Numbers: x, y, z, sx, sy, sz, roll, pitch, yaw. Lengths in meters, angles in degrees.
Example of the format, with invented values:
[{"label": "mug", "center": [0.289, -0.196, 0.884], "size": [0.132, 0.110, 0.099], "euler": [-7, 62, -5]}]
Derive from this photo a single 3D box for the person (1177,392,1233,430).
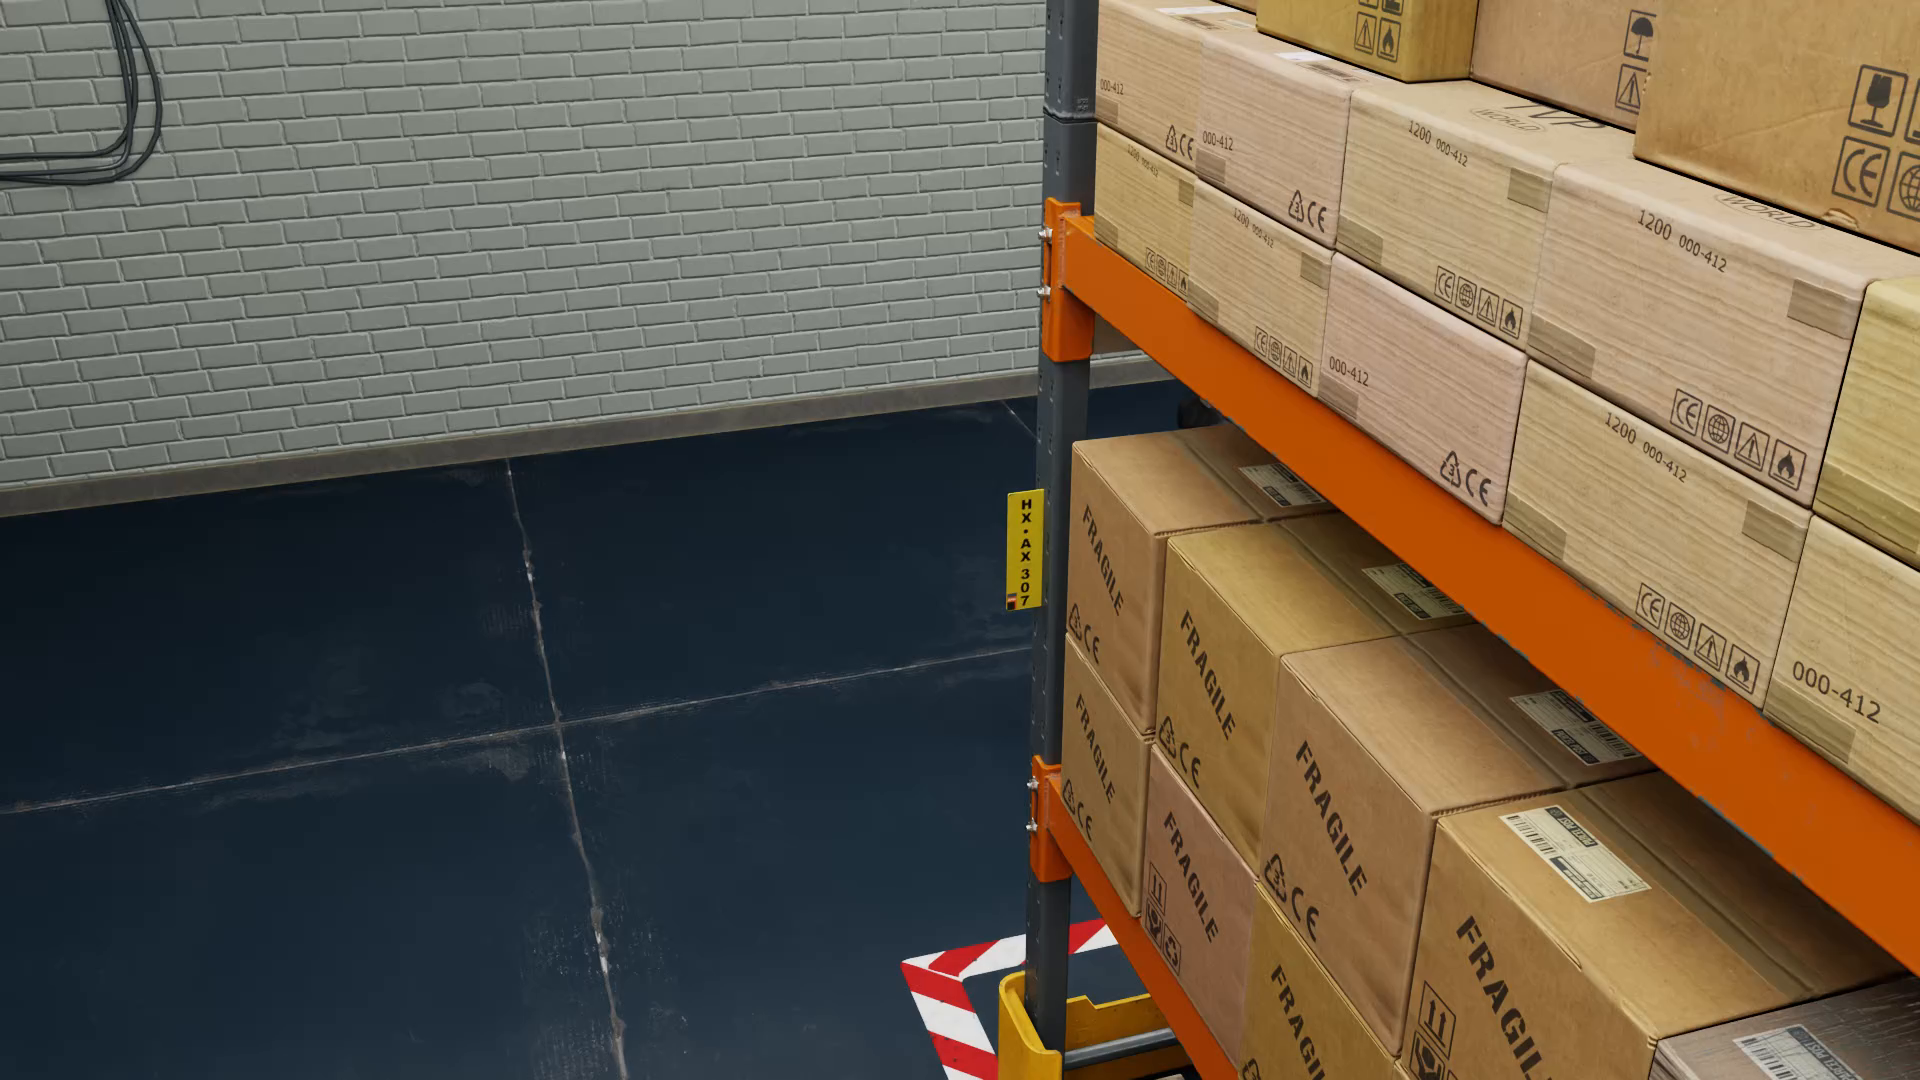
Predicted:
[{"label": "person", "center": [1.061, 0.028, 6.593], "size": [0.599, 1.738, 0.567], "euler": [-5, 27, -10]}]
